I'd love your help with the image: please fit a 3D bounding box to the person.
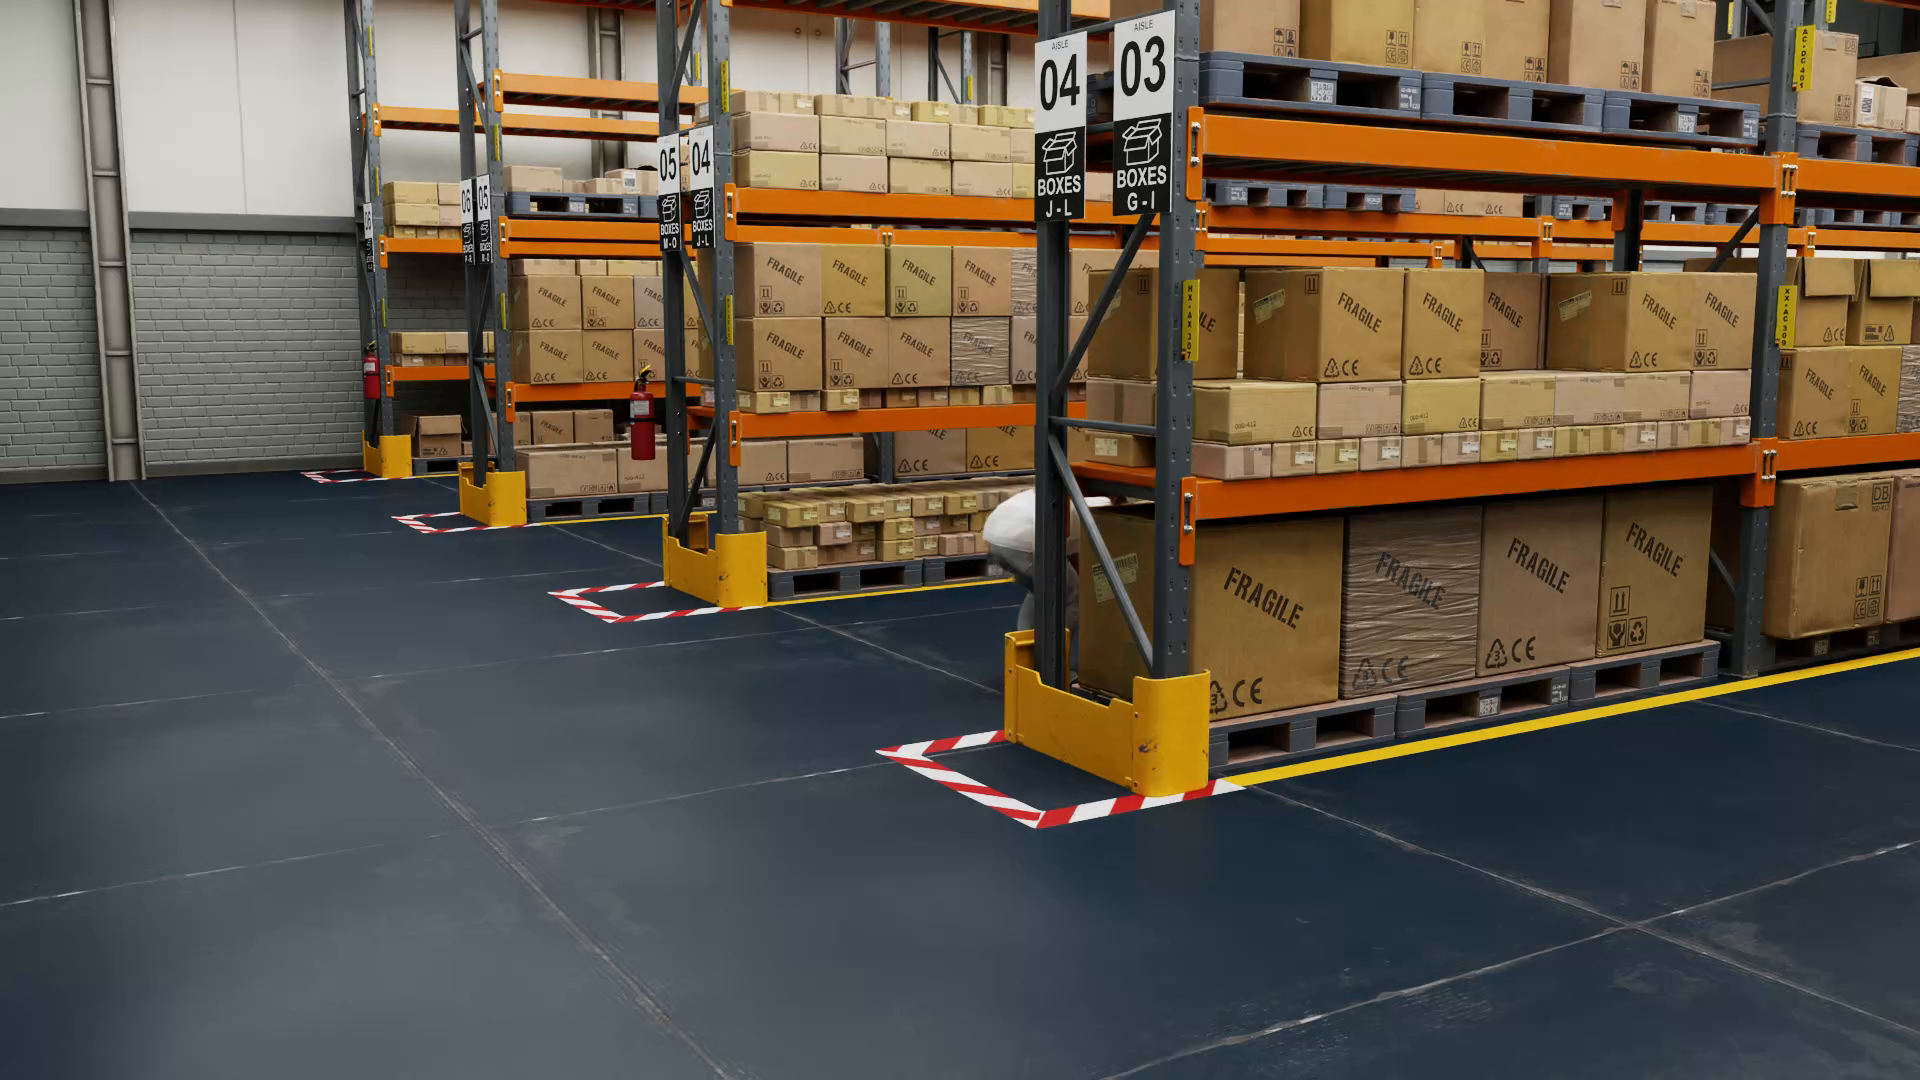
[{"bbox_3d":[0.573,0.195,9.142,0.962,1.123,0.513,-5,10,-34],"label":"person"}]
